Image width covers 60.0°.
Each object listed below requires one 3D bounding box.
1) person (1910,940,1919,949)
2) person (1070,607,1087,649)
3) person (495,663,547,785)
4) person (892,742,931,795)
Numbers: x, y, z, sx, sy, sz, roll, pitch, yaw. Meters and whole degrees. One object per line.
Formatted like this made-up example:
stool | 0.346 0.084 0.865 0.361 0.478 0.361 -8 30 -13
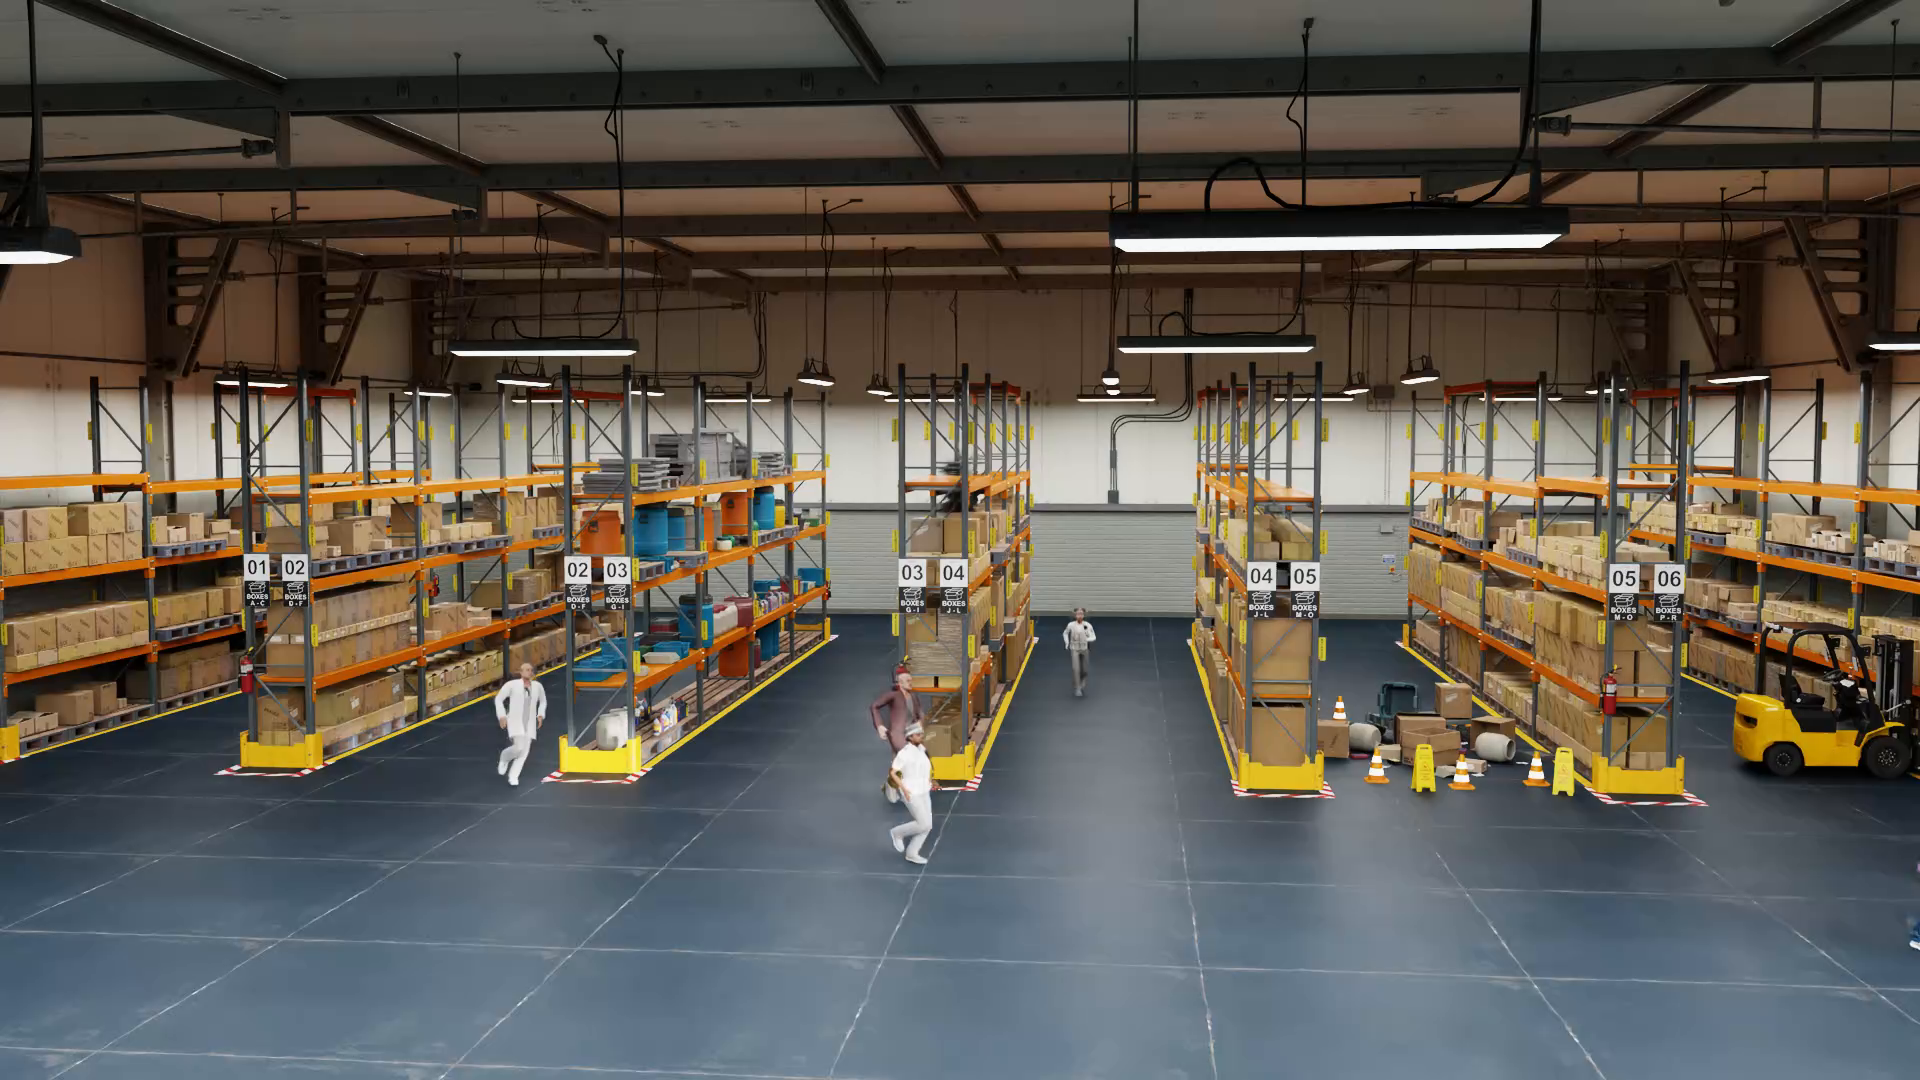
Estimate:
person | 9.354 3.814 16.045 0.177 0.278 0.236 -3 5 -38
person | 2.281 1.679 31.794 0.349 0.794 0.344 0 4 0
person | -6.252 2.620 23.856 0.738 1.697 0.580 -3 5 -37
person | -0.526 2.649 19.361 0.337 0.582 0.539 2 4 33
